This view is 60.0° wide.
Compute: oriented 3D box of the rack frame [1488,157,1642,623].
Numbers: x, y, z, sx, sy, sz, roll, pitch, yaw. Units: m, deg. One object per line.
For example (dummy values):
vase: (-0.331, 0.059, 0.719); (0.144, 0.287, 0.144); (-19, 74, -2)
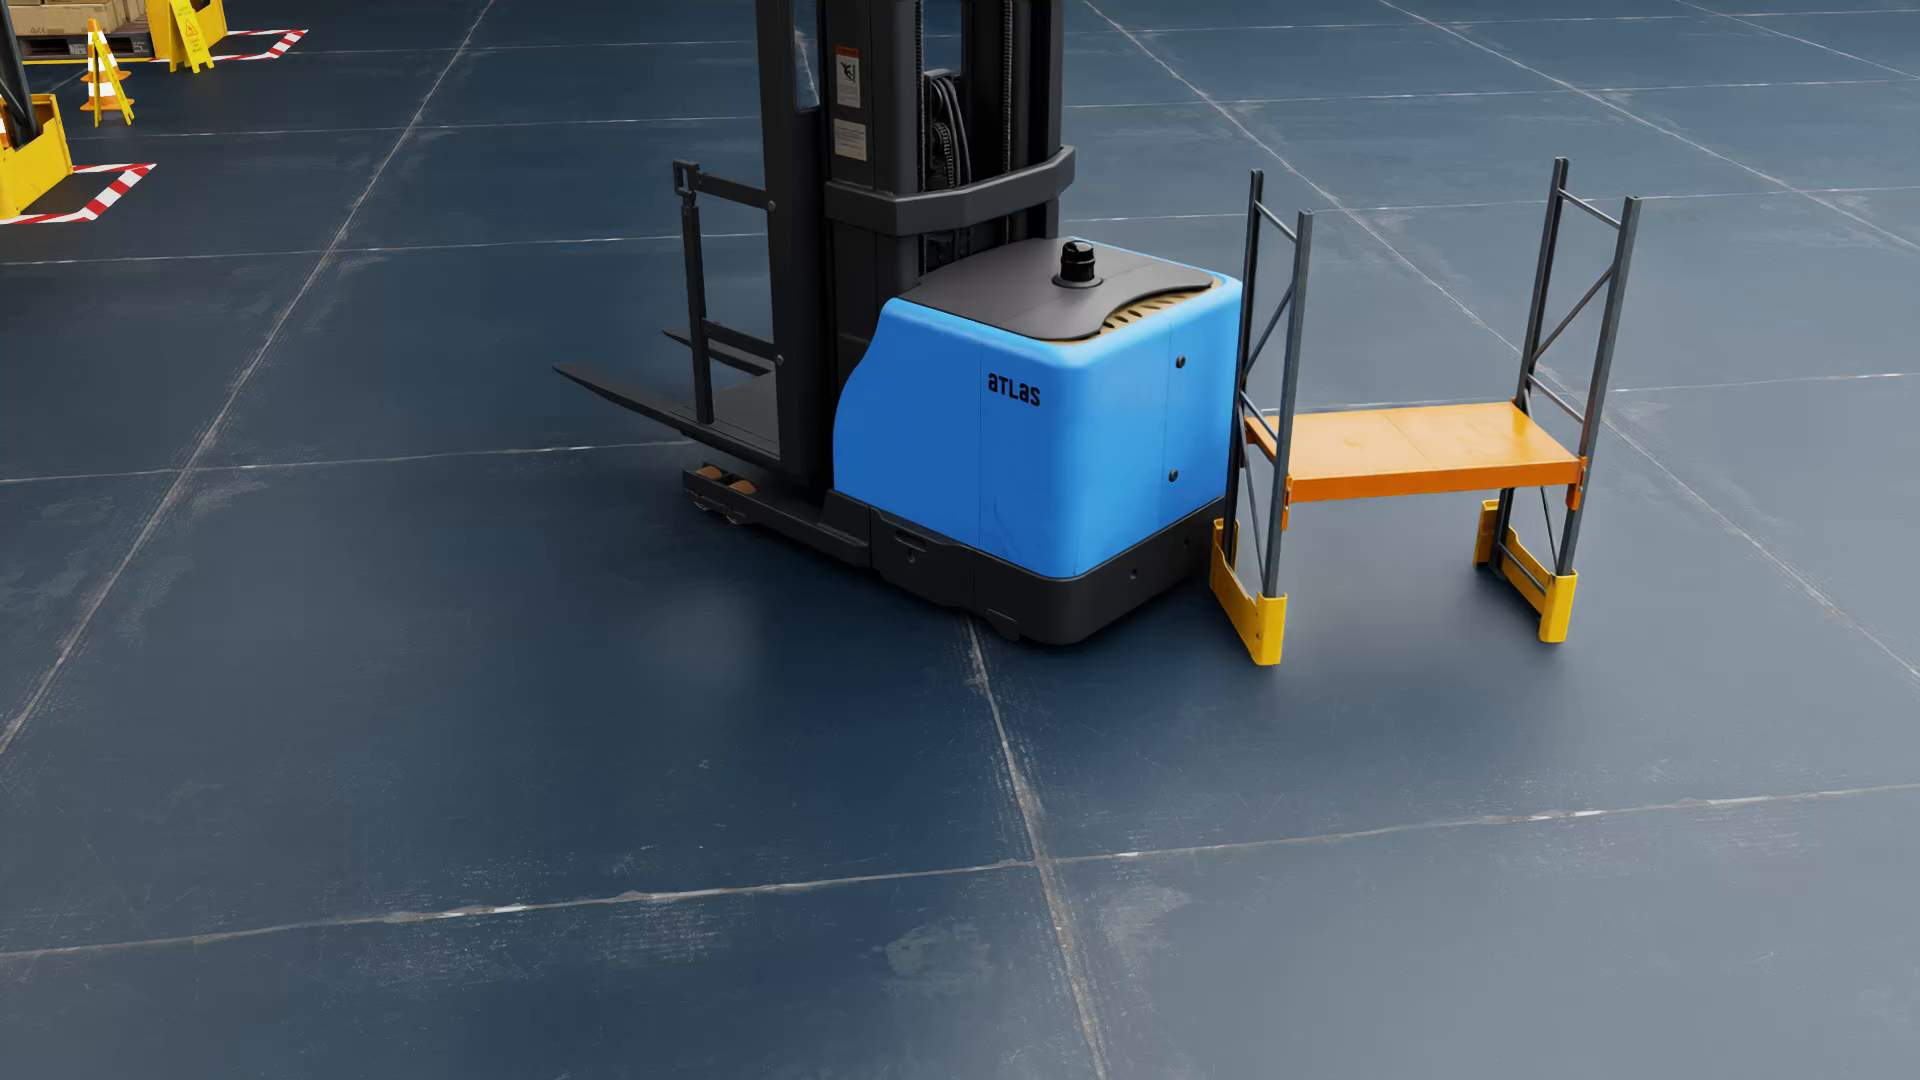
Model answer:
rack frame: (1.975, -0.457, 5.497); (0.032, 1.500, 0.500); (-4, 27, -8)

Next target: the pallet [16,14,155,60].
pallet: (-7.652, -4.465, 14.720); (1.213, 0.211, 1.003); (-4, 27, -7)

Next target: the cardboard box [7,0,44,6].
cardboard box: (-8.040, -4.840, 14.127); (0.500, 0.500, 0.500); (-3, 27, -5)

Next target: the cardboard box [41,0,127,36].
cardboard box: (-7.554, -4.535, 14.354); (0.500, 0.250, 0.500); (-4, 27, -7)

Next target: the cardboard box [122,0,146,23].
cardboard box: (-7.604, -4.783, 14.838); (0.500, 0.250, 0.500); (-4, 27, -8)

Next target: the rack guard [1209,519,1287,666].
rack guard: (0.971, 0.168, 5.647); (0.087, 0.250, 0.587); (-4, 27, -8)

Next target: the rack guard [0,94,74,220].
rack guard: (-5.953, -2.404, 10.388); (0.348, 0.500, 1.175); (-4, 27, -7)

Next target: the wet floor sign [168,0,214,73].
wet floor sign: (-6.430, -4.227, 13.781); (0.232, 0.644, 0.267); (6, 28, 11)

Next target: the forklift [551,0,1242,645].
forklift: (-0.439, -1.519, 5.999); (3.031, 2.935, 1.130); (22, 35, 37)

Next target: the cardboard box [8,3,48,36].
cardboard box: (-8.044, -4.507, 14.300); (0.500, 0.250, 0.500); (-4, 27, -7)

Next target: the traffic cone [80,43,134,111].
traffic cone: (-6.522, -3.527, 12.616); (0.334, 0.463, 0.336); (-4, 27, -7)

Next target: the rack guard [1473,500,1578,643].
rack guard: (1.956, 0.100, 5.780); (0.087, 0.250, 0.587); (-4, 27, -8)

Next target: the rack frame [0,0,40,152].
rack frame: (-5.977, -3.515, 9.814); (0.127, 3.000, 1.000); (-4, 27, -7)

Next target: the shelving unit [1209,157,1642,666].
shelving unit: (1.463, -0.422, 5.428); (1.083, 1.500, 0.587); (-4, 27, -8)

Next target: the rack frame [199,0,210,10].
rack frame: (-6.767, -5.746, 14.163); (0.127, 3.000, 1.000); (-4, 27, -7)

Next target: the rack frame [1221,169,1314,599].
rack frame: (0.970, -0.388, 5.362); (0.032, 1.500, 0.500); (-4, 27, -8)

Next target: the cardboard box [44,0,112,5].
cardboard box: (-7.524, -4.874, 14.194); (0.500, 0.500, 0.500); (-4, 27, -7)

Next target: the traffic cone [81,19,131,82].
traffic cone: (-7.013, -4.007, 13.552); (0.334, 0.463, 0.336); (-4, 27, -7)

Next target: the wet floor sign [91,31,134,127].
wet floor sign: (-6.224, -3.364, 12.100); (0.232, 0.644, 0.267); (-8, 28, -16)

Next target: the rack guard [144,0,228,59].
rack guard: (-6.842, -4.629, 14.724); (0.348, 0.500, 1.175); (-4, 27, -7)

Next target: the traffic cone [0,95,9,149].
traffic cone: (-6.701, -2.994, 11.579); (0.334, 0.463, 0.336); (-4, 27, -7)

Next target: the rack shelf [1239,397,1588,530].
rack shelf: (1.472, -0.262, 5.512); (1.000, 0.185, 0.538); (-4, 27, -8)
